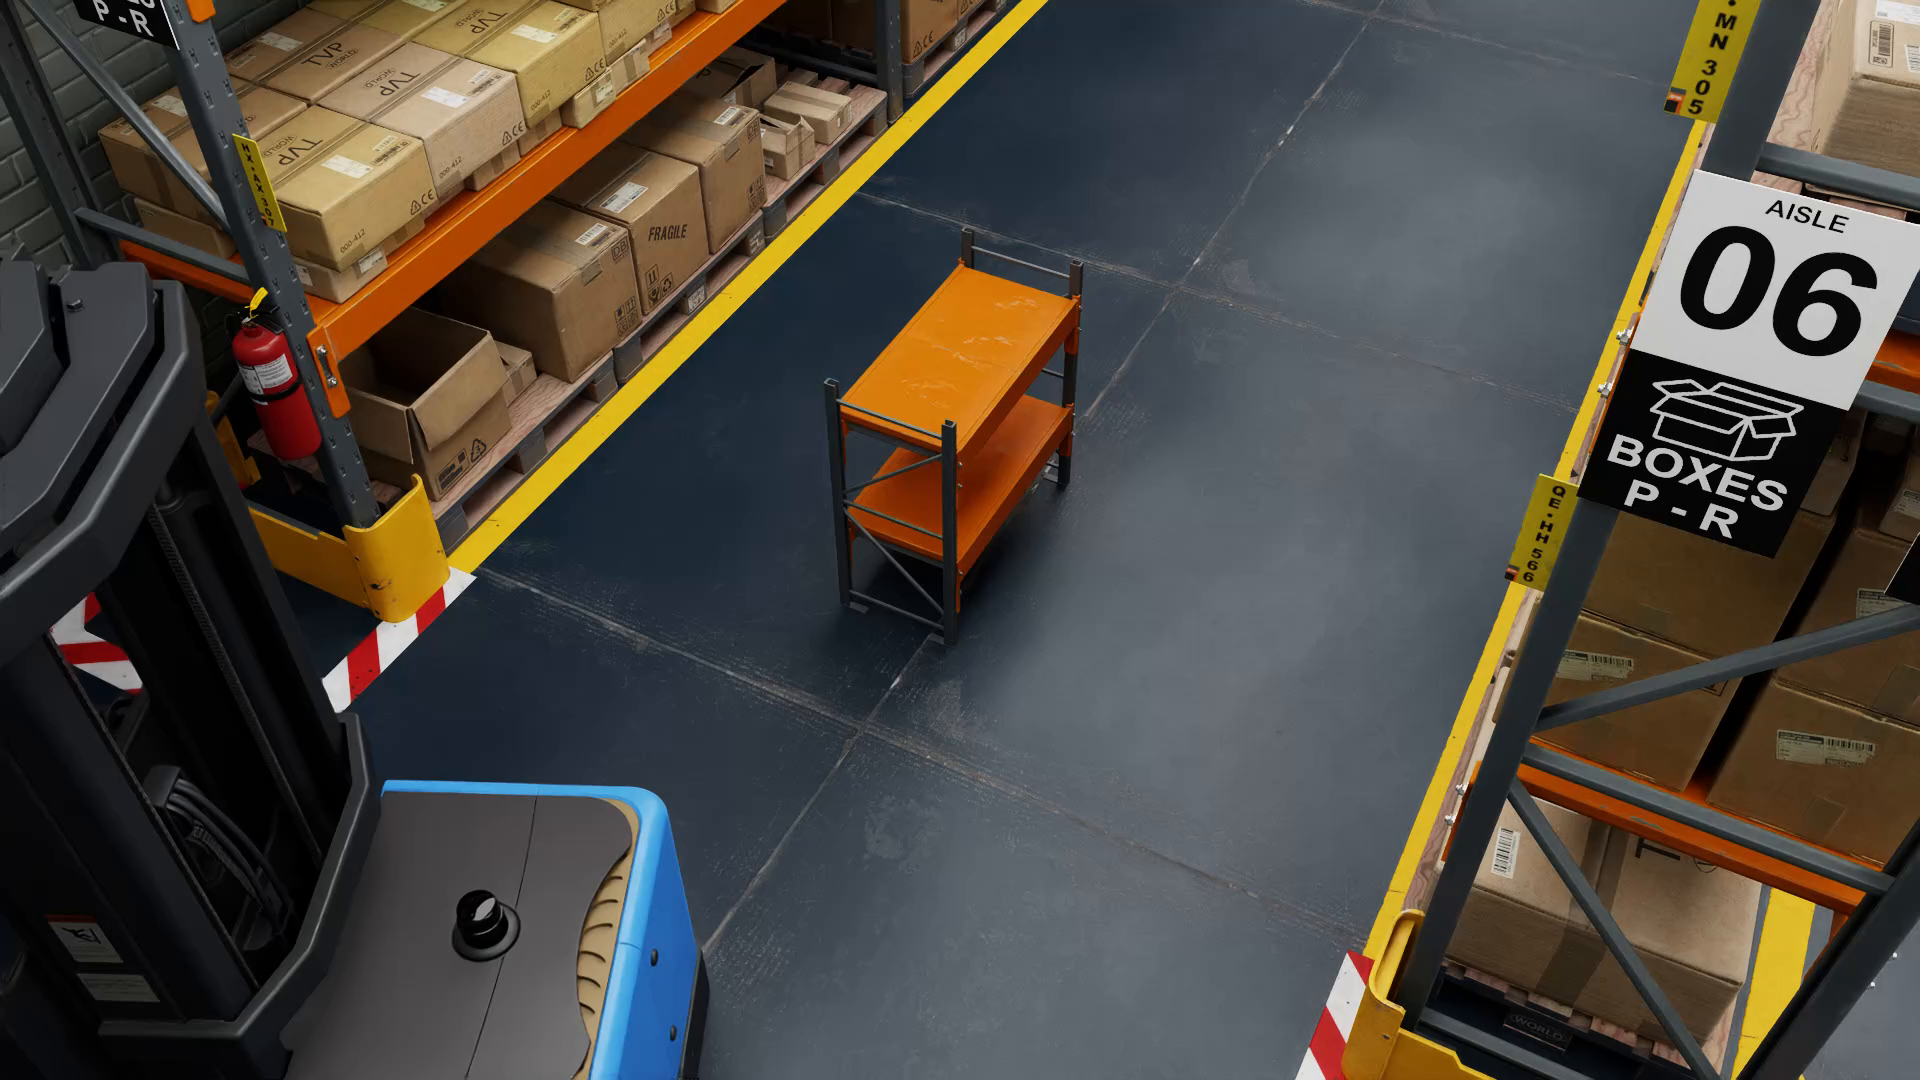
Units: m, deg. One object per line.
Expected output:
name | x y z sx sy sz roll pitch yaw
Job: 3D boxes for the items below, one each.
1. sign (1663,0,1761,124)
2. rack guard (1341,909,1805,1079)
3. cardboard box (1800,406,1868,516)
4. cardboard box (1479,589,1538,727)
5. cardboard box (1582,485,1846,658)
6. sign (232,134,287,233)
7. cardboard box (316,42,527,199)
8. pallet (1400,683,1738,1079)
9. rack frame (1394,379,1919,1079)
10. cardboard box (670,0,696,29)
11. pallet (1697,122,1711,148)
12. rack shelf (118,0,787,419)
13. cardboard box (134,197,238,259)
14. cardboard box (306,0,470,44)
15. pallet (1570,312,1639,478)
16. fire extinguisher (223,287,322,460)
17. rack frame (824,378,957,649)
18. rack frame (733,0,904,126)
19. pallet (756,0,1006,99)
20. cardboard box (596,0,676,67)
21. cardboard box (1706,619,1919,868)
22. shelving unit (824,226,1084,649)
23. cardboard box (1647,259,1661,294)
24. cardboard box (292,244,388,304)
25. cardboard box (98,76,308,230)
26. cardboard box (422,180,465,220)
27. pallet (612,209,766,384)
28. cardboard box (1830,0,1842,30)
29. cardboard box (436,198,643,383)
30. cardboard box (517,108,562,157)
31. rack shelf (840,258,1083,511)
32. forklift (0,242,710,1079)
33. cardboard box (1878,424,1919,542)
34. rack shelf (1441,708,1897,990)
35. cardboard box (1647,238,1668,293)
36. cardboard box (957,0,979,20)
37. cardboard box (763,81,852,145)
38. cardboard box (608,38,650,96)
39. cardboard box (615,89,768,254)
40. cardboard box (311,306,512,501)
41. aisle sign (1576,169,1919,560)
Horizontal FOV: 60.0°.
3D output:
sign | 1.289 -0.859 2.814 0.100 0.325 0.005 20 49 19
rack guard | 1.752 1.561 4.856 1.175 0.500 0.348 20 49 19
cardboard box | 1.752 -0.240 3.649 0.380 0.149 0.250 21 49 20
cardboard box | 2.398 0.392 5.760 0.875 0.438 0.875 22 49 20
cardboard box | 1.776 -0.102 3.968 0.500 0.500 0.500 22 49 20
sign | -2.155 -1.095 5.114 0.100 0.325 0.005 20 49 19
cardboard box | -1.952 -1.536 6.055 0.500 0.250 0.500 21 49 19
pallet | 2.065 1.118 5.497 1.003 0.211 1.213 20 49 19
rack frame | 1.763 0.667 3.982 1.000 3.000 0.127 20 49 19
cardboard box | -1.362 -2.322 7.112 0.380 0.149 0.250 21 49 20
pallet | 4.476 -2.155 8.731 1.003 0.211 1.213 20 49 19
rack shelf | -1.707 -1.976 7.100 1.077 0.370 4.000 20 49 19
cardboard box | -2.719 -1.178 5.982 0.380 0.149 0.250 20 49 19
cardboard box | -2.182 -2.033 6.547 0.500 0.250 0.500 22 49 20
pallet | 3.197 -0.419 7.016 1.003 0.211 1.213 20 49 19
fire extinguisher | -2.294 -0.566 5.517 0.296 0.674 0.183 20 49 19
rack frame | -0.239 -0.071 6.029 0.500 1.125 0.032 20 49 19
rack frame | -0.778 -3.489 8.090 1.000 3.000 0.127 20 49 19
pallet | -0.434 -3.034 9.600 1.003 0.211 1.213 20 49 19
cardboard box | -1.501 -2.185 6.697 0.500 0.250 0.500 19 48 18
cardboard box | 2.240 0.424 4.151 0.500 0.500 0.500 20 49 19
shelving unit | -0.003 -0.391 6.346 0.538 1.125 1.048 20 49 19
cardboard box | 2.457 -0.727 5.290 0.500 0.500 0.500 22 49 20
cardboard box | -2.240 -0.998 5.804 0.380 0.149 0.250 20 49 19
cardboard box | -2.657 -1.399 5.920 0.500 0.250 0.500 22 49 20
cardboard box | -2.071 -1.350 6.152 0.380 0.149 0.250 20 49 19
pallet | -1.663 -1.305 7.892 1.003 0.211 1.213 20 49 19
cardboard box | 2.016 -1.086 3.416 0.380 0.149 0.250 17 48 16
cardboard box | -1.836 -1.118 7.208 0.700 0.500 0.500 22 49 21
cardboard box | -1.781 -1.658 6.457 0.380 0.149 0.250 21 49 20
rack shelf | -0.003 -0.597 6.138 0.538 0.278 1.000 20 49 19
forklift | -2.316 0.714 3.984 3.031 2.935 1.130 1 45 1
cardboard box | 2.173 -0.080 3.491 0.380 0.149 0.250 21 49 20
rack shelf | 2.691 -0.340 5.483 1.077 0.370 4.000 20 49 19
cardboard box | 3.233 -0.740 6.878 0.875 0.438 0.875 20 49 19
cardboard box | -0.116 -3.327 9.392 0.500 0.500 0.500 20 49 19
cardboard box | -0.777 -2.187 8.511 0.380 0.149 0.250 19 48 18
cardboard box | -1.493 -1.965 6.760 0.380 0.149 0.250 22 49 20
cardboard box | -1.354 -1.772 7.855 0.700 0.500 0.500 19 48 18
cardboard box | -2.267 -0.594 6.688 0.797 0.503 0.637 19 48 18
aisle sign | 1.455 -0.304 3.113 0.394 0.787 0.004 20 49 19
